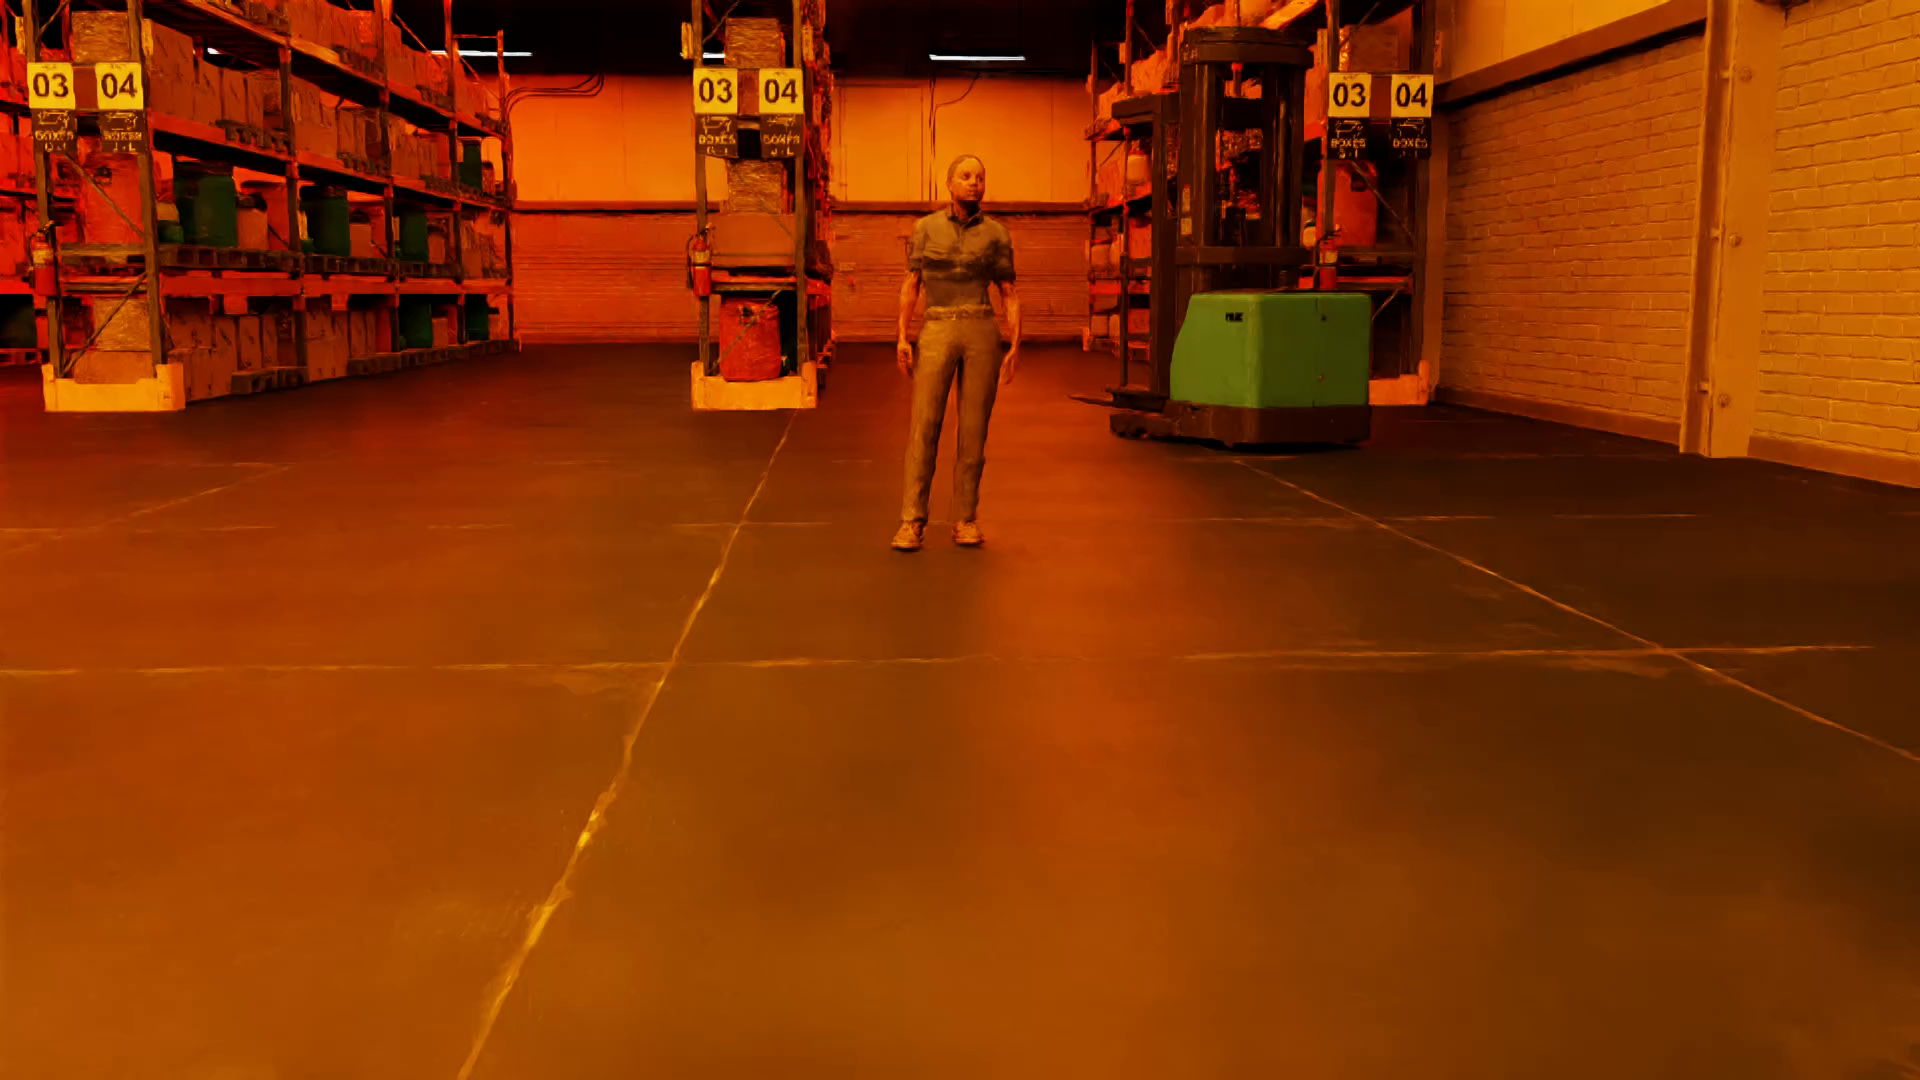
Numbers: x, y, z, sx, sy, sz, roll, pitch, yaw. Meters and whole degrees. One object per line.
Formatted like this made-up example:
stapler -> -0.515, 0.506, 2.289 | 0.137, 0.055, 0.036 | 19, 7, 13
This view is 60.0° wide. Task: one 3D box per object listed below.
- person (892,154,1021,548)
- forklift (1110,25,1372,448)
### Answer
person -> -0.014, -0.812, 7.100 | 0.570, 1.654, 0.503 | -1, 8, -4
forklift -> 1.809, -2.256, 12.527 | 1.130, 2.935, 3.031 | -4, 9, -23
